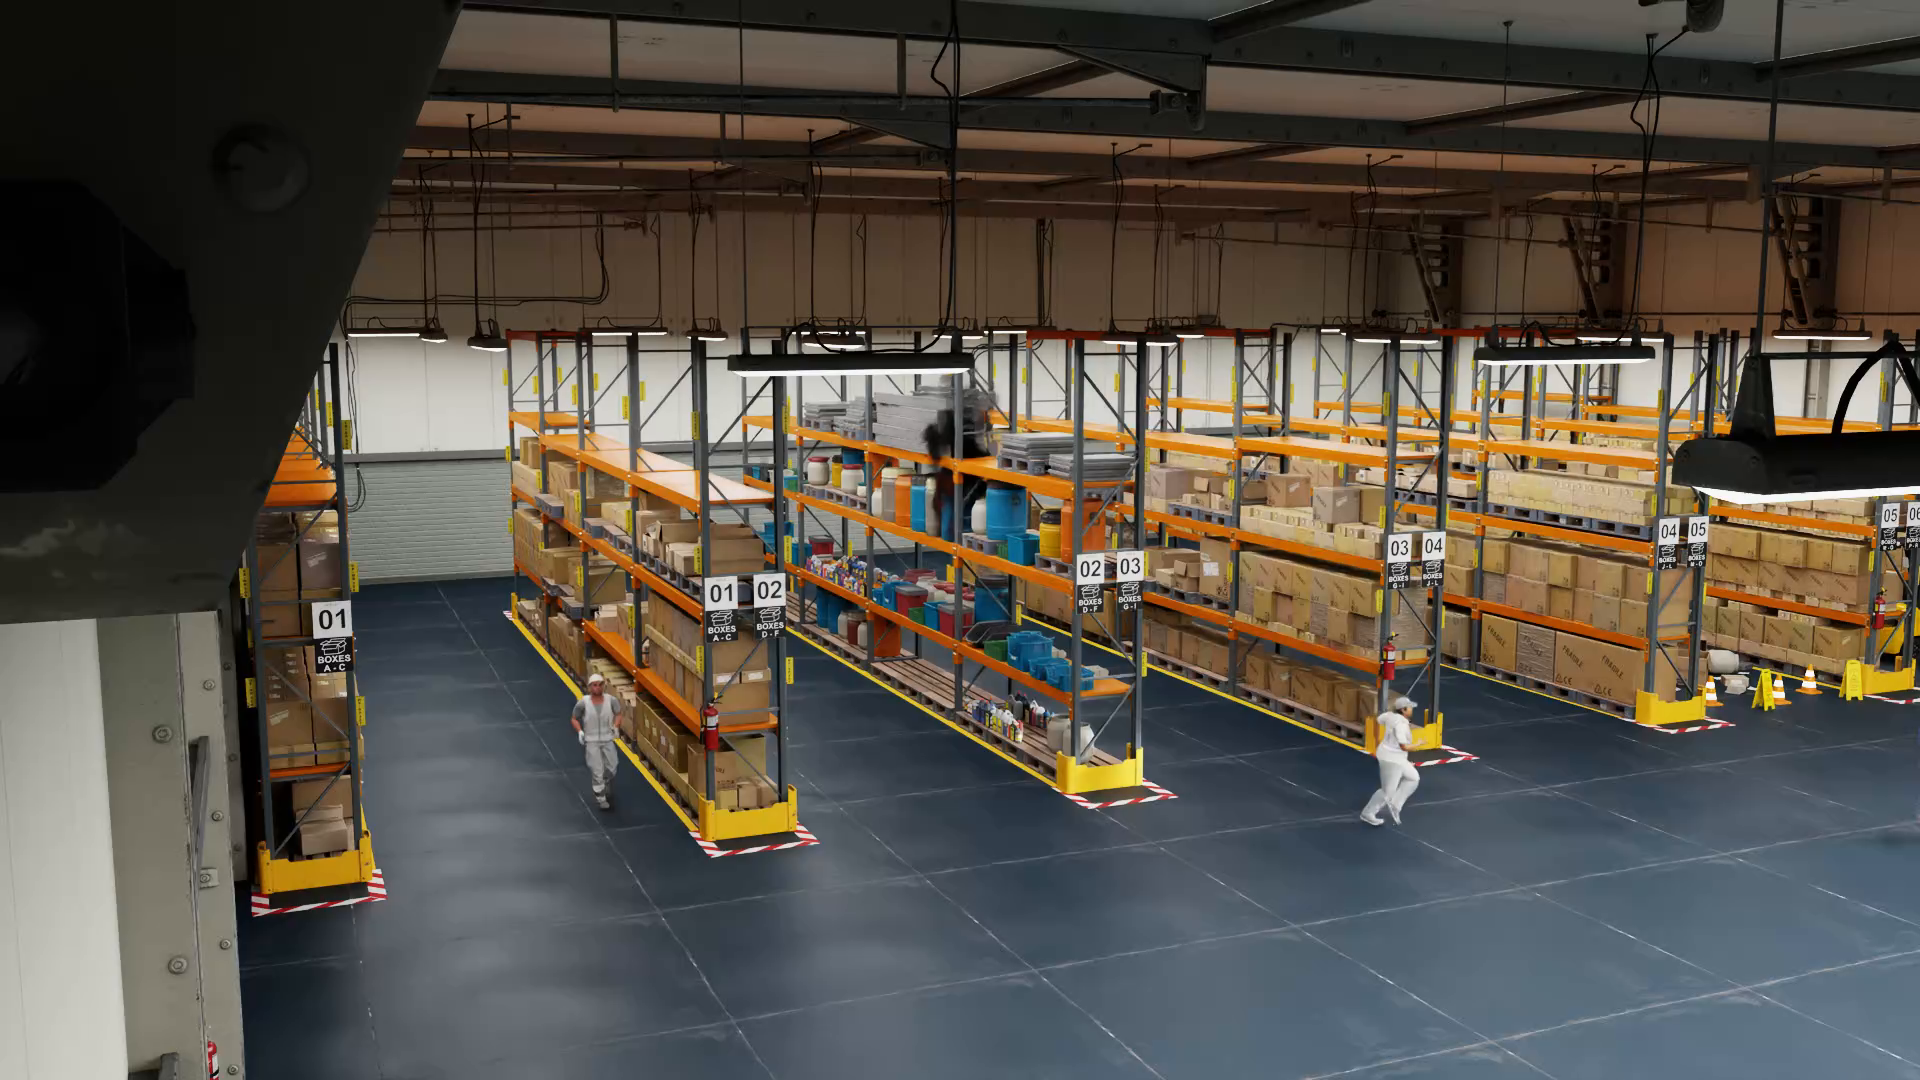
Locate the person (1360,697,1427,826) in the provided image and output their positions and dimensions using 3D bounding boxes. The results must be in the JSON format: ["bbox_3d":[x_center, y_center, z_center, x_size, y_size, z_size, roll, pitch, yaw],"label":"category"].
[{"bbox_3d":[5.354,2.728,20.521,0.776,1.633,0.633,1,8,5],"label":"person"}]

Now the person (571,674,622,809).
[{"bbox_3d":[-4.652,2.570,21.375,0.643,1.742,0.612,-3,8,-20],"label":"person"}]
